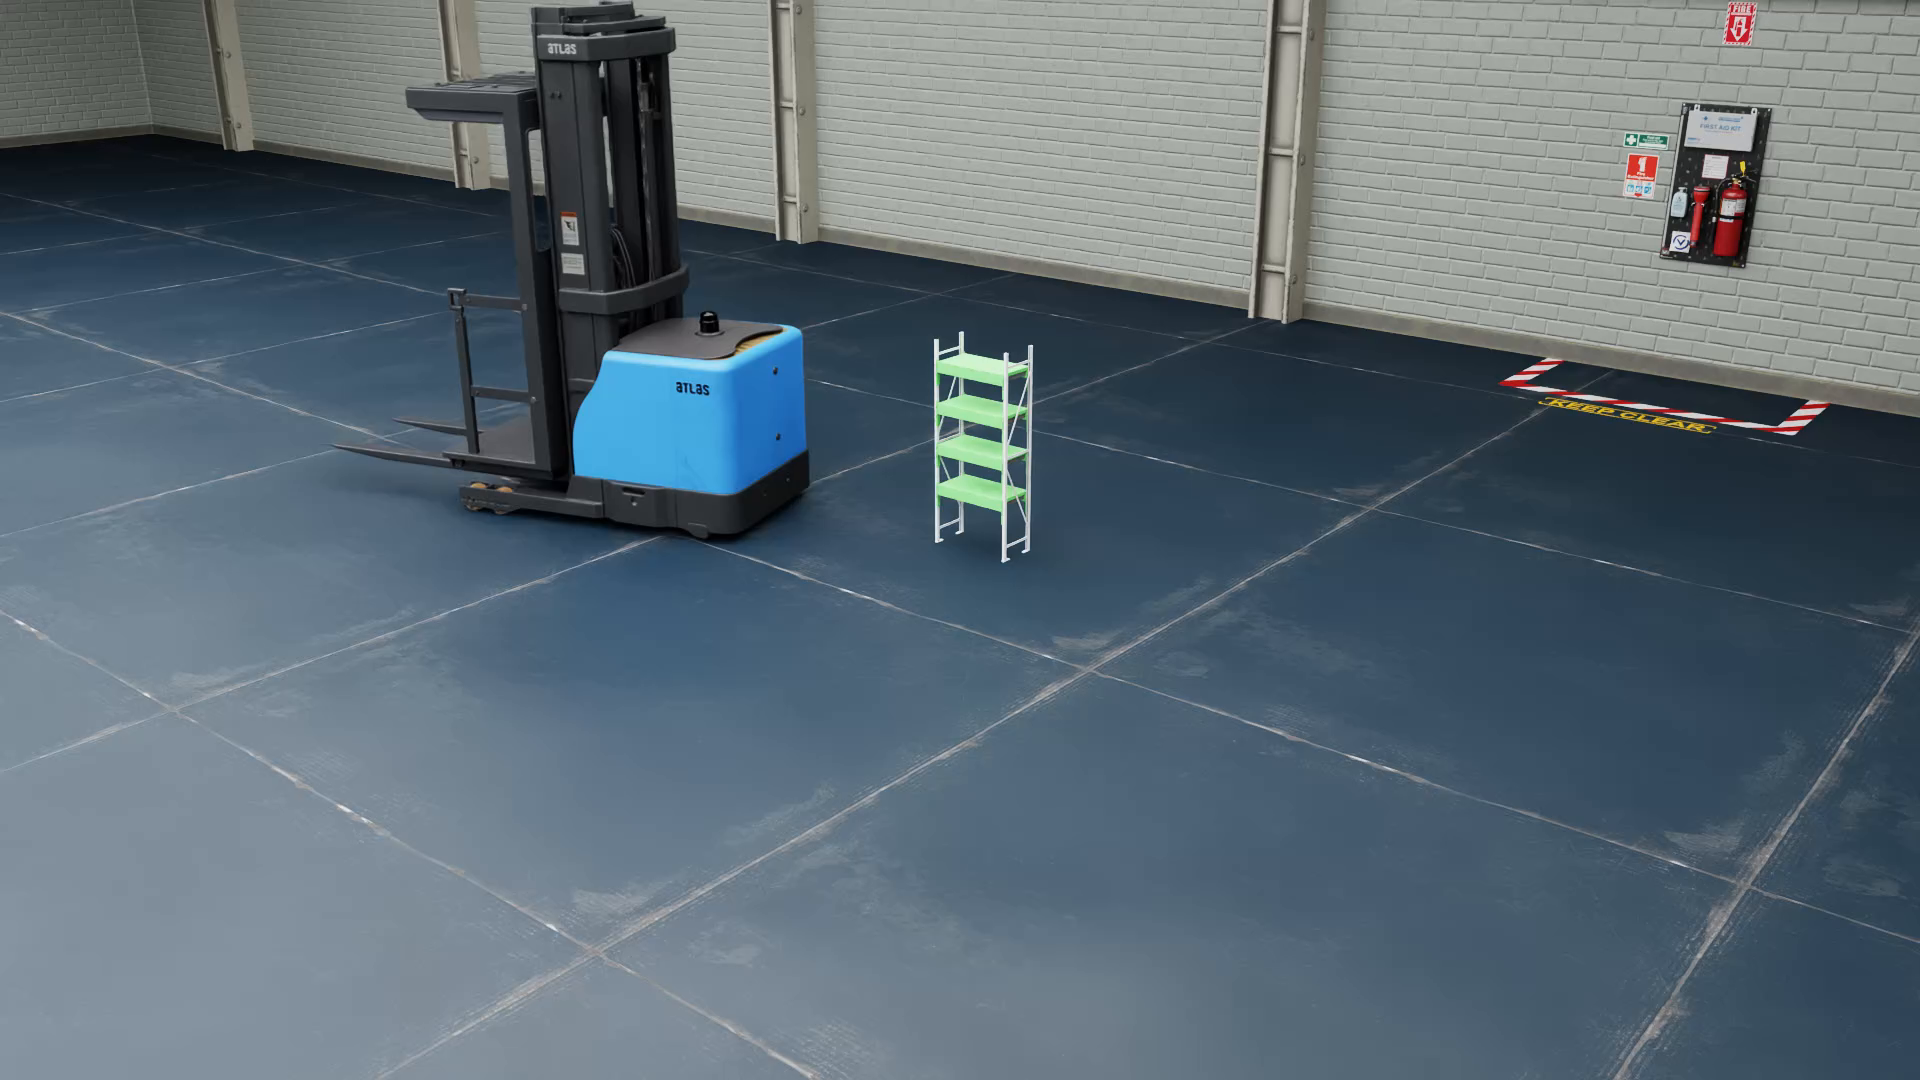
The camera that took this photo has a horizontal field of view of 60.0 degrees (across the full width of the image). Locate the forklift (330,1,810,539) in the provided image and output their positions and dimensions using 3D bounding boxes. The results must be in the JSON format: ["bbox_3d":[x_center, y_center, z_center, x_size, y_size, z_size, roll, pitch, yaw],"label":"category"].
[{"bbox_3d":[-2.507,-1.690,9.995,3.031,2.935,1.130,8,22,20],"label":"forklift"}]

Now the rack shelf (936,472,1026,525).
[{"bbox_3d":[0.128,-0.240,9.466,0.480,0.148,0.258,16,26,36],"label":"rack shelf"}]

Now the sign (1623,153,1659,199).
[{"bbox_3d":[5.238,-2.801,12.794,0.234,0.329,0.001,16,26,36],"label":"sign"}]

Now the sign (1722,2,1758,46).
[{"bbox_3d":[5.658,-3.746,12.066,0.199,0.298,0.001,16,26,36],"label":"sign"}]

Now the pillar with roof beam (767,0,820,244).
[{"bbox_3d":[-4.527,-6.378,13.829,0.400,9.000,9.100,16,26,36],"label":"pillar with roof beam"}]

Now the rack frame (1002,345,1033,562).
[{"bbox_3d":[0.317,-0.470,9.214,0.015,1.200,0.240,16,26,36],"label":"rack frame"}]

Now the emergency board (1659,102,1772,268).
[{"bbox_3d":[5.601,-2.633,12.398,0.643,1.169,0.194,16,26,36],"label":"emergency board"}]

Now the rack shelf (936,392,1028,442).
[{"bbox_3d":[0.128,-0.689,9.296,0.480,0.148,0.258,16,26,36],"label":"rack shelf"}]

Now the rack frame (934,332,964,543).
[{"bbox_3d":[-0.061,-0.579,9.503,0.015,1.200,0.240,16,26,36],"label":"rack frame"}]

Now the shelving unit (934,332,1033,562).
[{"bbox_3d":[0.128,-0.524,9.359,0.503,1.200,0.258,16,26,36],"label":"shelving unit"}]

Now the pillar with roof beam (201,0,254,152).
[{"bbox_3d":[-13.824,-9.055,20.928,0.400,9.000,9.100,16,26,36],"label":"pillar with roof beam"}]

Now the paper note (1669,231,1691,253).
[{"bbox_3d":[5.508,-2.279,12.708,0.142,0.148,0.016,16,26,36],"label":"paper note"}]

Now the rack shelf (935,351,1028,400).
[{"bbox_3d":[0.128,-0.914,9.212,0.480,0.148,0.258,16,26,36],"label":"rack shelf"}]

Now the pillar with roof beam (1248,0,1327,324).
[{"bbox_3d":[0.121,-5.040,10.279,0.400,9.000,9.100,16,26,36],"label":"pillar with roof beam"}]

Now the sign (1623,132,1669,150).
[{"bbox_3d":[5.236,-3.045,12.691,0.331,0.109,0.001,16,26,36],"label":"sign"}]

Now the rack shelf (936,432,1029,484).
[{"bbox_3d":[0.128,-0.465,9.381,0.480,0.148,0.258,16,26,36],"label":"rack shelf"}]

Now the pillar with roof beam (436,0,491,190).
[{"bbox_3d":[-9.175,-7.717,17.378,0.400,9.000,9.100,16,26,36],"label":"pillar with roof beam"}]
